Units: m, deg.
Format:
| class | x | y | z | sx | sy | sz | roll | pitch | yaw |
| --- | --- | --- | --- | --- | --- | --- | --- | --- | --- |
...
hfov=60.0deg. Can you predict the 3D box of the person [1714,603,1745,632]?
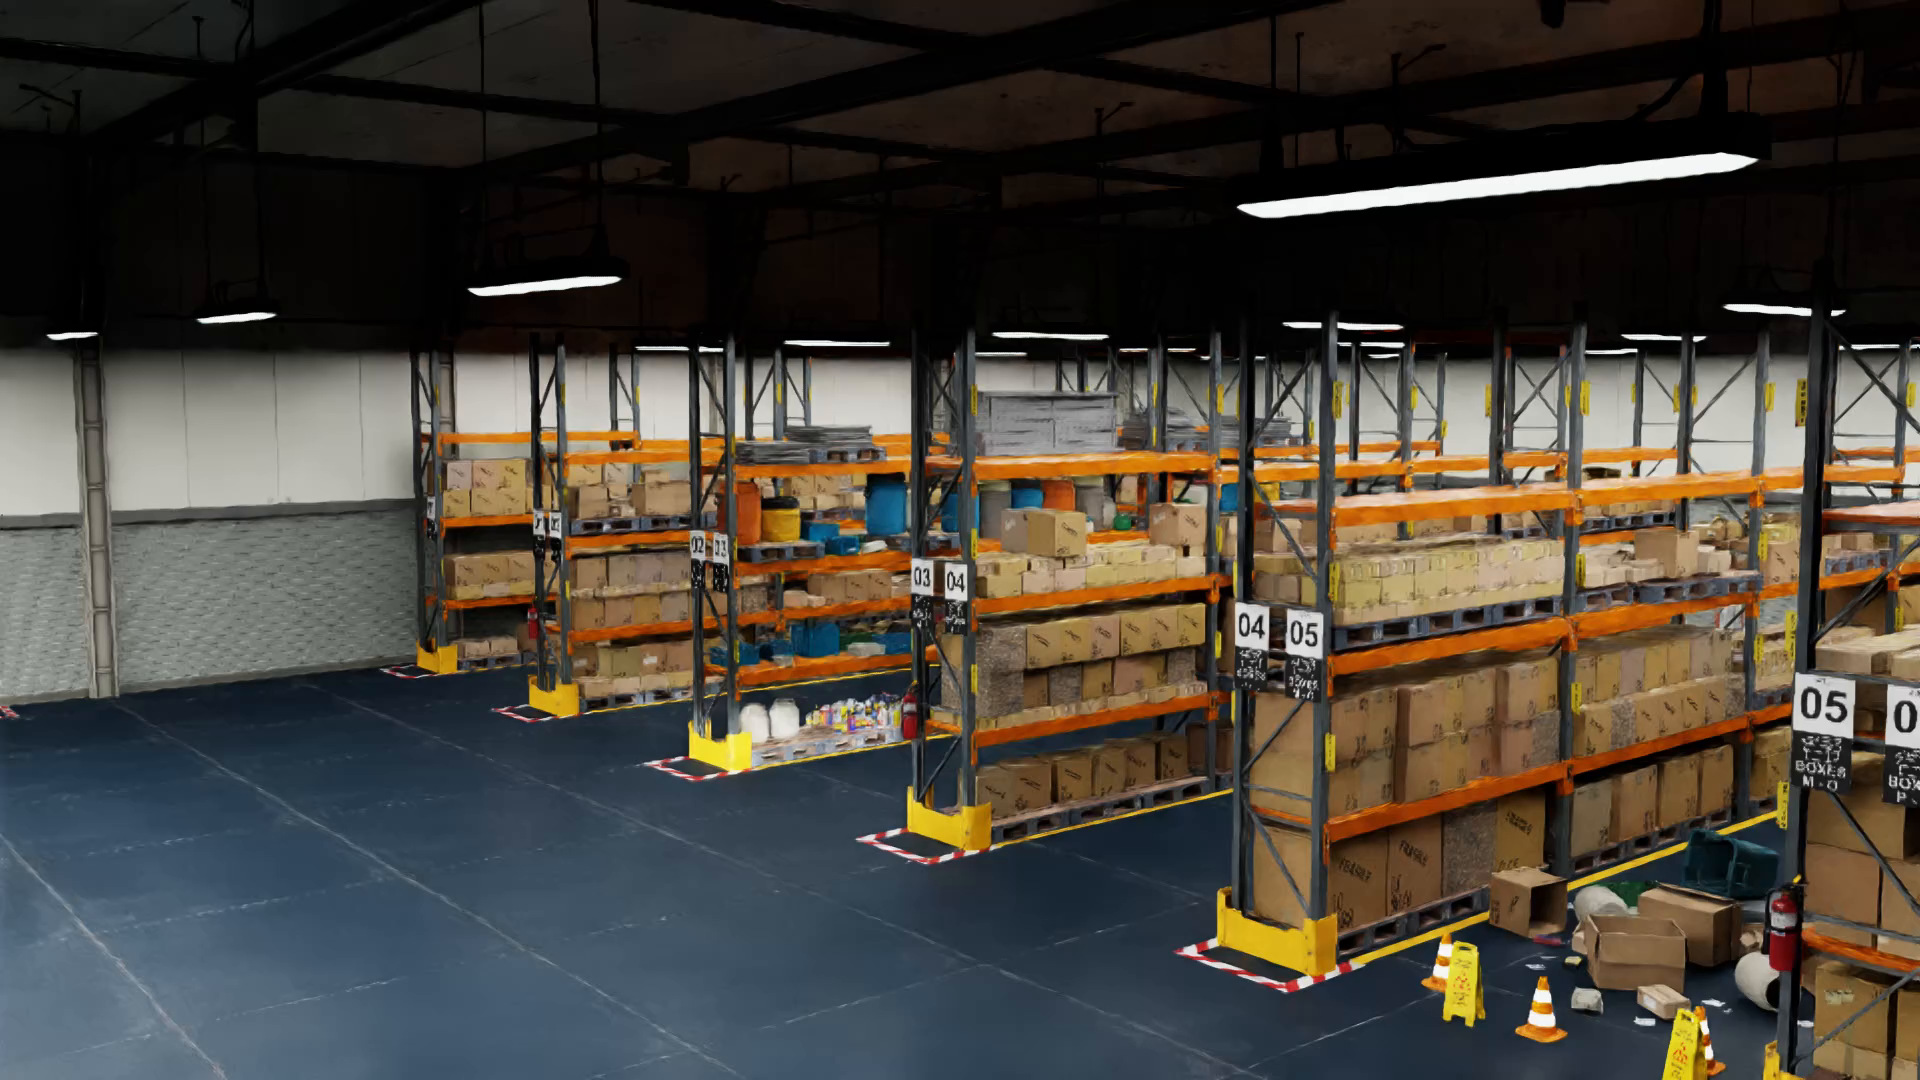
| class | x | y | z | sx | sy | sz | roll | pitch | yaw |
| --- | --- | --- | --- | --- | --- | --- | --- | --- | --- |
| person | 13.533 | 1.567 | 29.138 | 0.710 | 1.785 | 0.532 | 0 | 5 | -3 |
